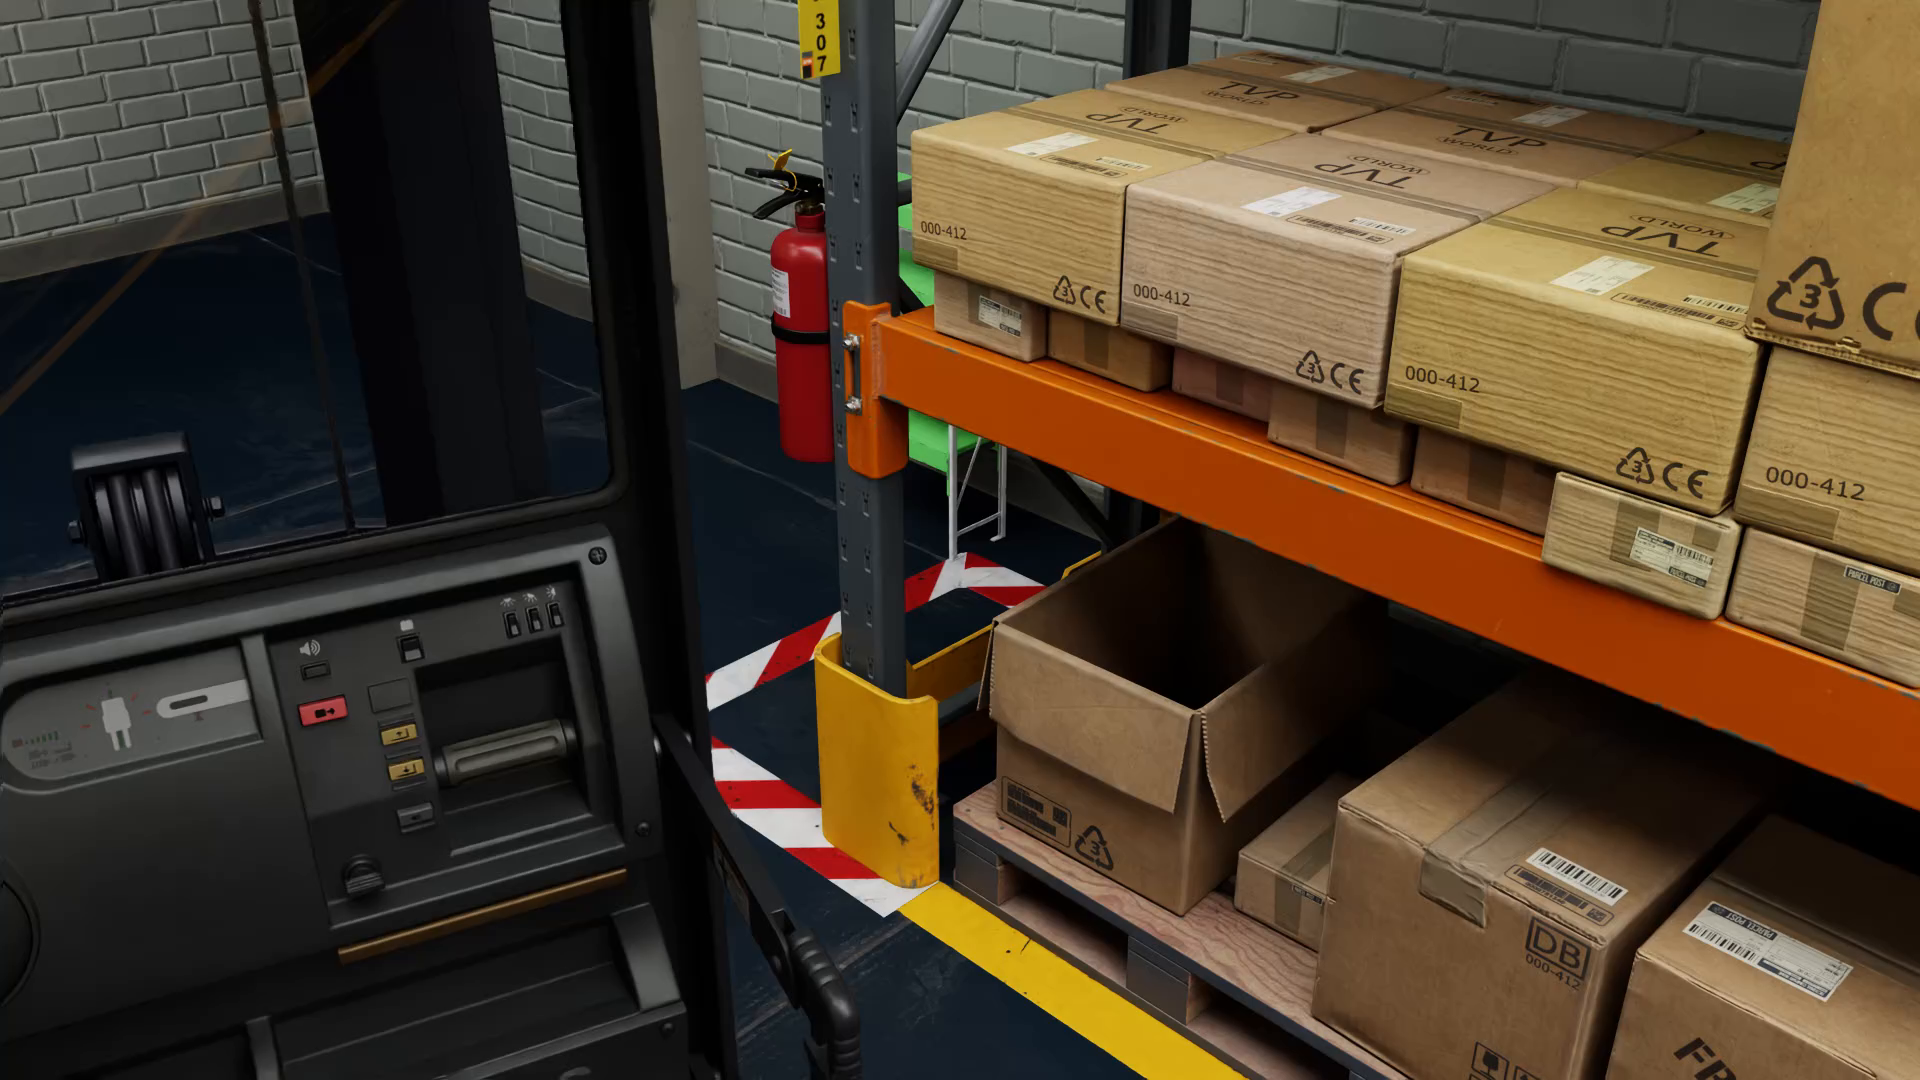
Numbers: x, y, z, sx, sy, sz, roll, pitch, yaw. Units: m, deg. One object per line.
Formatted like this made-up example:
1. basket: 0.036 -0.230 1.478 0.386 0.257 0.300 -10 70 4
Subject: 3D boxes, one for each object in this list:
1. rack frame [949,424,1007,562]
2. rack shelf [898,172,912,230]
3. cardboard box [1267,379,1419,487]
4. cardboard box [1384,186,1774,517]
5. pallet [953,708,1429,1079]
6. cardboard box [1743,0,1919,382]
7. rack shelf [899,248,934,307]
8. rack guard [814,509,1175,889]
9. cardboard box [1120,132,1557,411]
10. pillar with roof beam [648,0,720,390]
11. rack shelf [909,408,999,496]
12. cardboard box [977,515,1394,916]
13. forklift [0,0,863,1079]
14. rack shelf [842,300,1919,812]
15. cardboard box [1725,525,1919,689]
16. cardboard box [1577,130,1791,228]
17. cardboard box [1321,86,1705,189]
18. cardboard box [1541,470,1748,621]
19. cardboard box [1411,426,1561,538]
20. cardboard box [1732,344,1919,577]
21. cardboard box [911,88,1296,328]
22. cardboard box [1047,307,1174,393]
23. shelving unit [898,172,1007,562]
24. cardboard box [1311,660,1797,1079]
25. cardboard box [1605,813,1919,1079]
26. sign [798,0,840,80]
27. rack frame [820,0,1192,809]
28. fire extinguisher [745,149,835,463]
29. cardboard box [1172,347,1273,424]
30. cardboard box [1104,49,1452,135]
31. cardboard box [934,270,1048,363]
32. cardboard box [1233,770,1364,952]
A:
1. rack frame: 0.056 -0.506 4.922 0.015 1.200 0.240 25 36 38
2. rack shelf: -0.118 -0.953 4.880 0.480 0.148 0.258 25 36 38
3. cardboard box: 0.730 -0.248 2.769 0.380 0.149 0.250 -24 36 -38
4. cardboard box: 0.983 -0.301 2.442 0.500 0.250 0.500 24 36 37
5. pallet: 0.749 0.717 3.660 1.213 0.211 1.003 25 36 38
6. cardboard box: 1.330 -0.473 1.962 0.500 0.500 0.500 -24 36 -38
7. rack shelf: -0.118 -0.741 4.992 0.480 0.148 0.258 25 36 38
8. rack guard: 0.179 0.329 4.087 0.348 0.500 1.175 25 36 38
9. cardboard box: 0.620 -0.466 2.754 0.500 0.250 0.500 -25 37 -39
10. pillar with roof beam: -4.184 -3.208 1.681 0.400 9.000 9.100 25 36 38
11. rack shelf: -0.118 -0.316 5.215 0.480 0.148 0.258 25 36 38
12. cardboard box: 0.495 0.348 3.597 0.637 0.503 0.797 23 35 37
13. forklift: -0.691 0.300 1.530 1.130 2.935 3.031 -13 30 -23
14. rack shelf: 1.551 0.169 2.479 4.000 0.370 1.077 25 36 38
15. cardboard box: 1.253 0.023 2.253 0.380 0.149 0.250 -24 36 -38
16. cardboard box: 1.356 -0.474 2.769 0.500 0.250 0.500 -24 36 -38
17. cardboard box: 1.006 -0.637 3.080 0.500 0.250 0.500 25 36 39
18. cardboard box: 1.051 -0.056 2.403 0.250 0.149 0.380 23 36 37
19. cardboard box: 0.924 -0.163 2.607 0.380 0.149 0.250 -25 36 -38
20. cardboard box: 1.363 -0.142 2.138 0.500 0.250 0.500 23 36 37
21. cardboard box: 0.260 -0.630 3.067 0.500 0.250 0.500 25 37 39
22. cardboard box: 0.381 -0.425 3.105 0.380 0.149 0.250 -24 36 -38
23. shelving unit: -0.118 -0.585 5.074 0.503 1.200 0.258 25 36 38
24. cardboard box: 1.077 0.641 3.042 0.700 0.500 0.500 -24 36 -37
25. cardboard box: 1.384 0.847 2.651 0.500 0.500 0.500 -24 36 -38
26. sign: -0.255 -1.005 3.009 0.005 0.325 0.100 25 36 38
27. rack frame: 0.125 -0.802 3.553 0.127 3.000 1.000 25 36 38
28. fire extinguisher: -0.304 -0.498 3.457 0.183 0.674 0.296 25 36 38
29. cardboard box: 0.593 -0.351 2.964 0.250 0.149 0.380 24 36 38
30. cardboard box: 0.639 -0.805 3.400 0.500 0.250 0.500 -24 36 -38
31. cardboard box: 0.167 -0.493 3.234 0.250 0.149 0.380 24 36 38
32. cardboard box: 0.771 0.656 3.391 0.250 0.149 0.380 23 35 37
